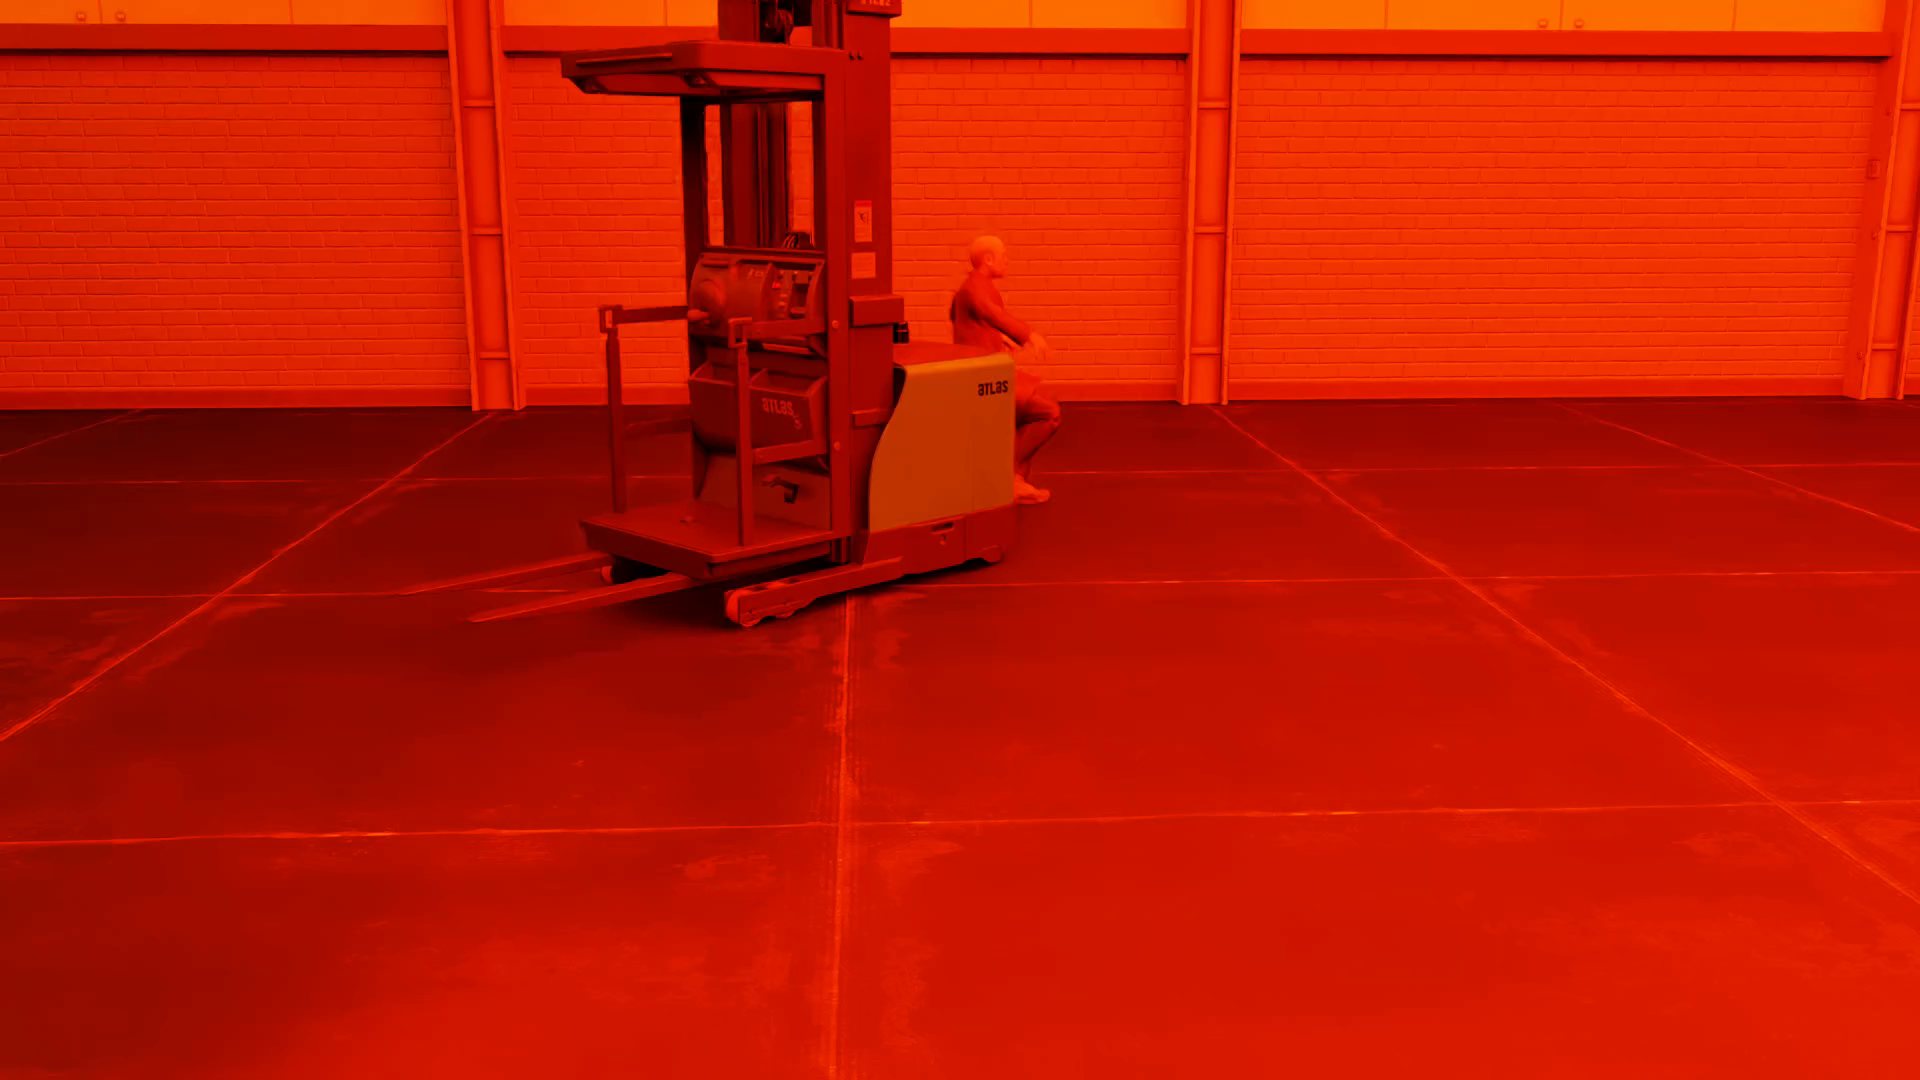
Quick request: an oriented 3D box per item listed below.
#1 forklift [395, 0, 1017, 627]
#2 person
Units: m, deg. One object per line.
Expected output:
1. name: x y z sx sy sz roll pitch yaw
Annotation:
1. forklift: -1.106 -1.171 7.631 3.031 2.935 1.130 -12 18 -43
2. person: 0.260 -0.945 9.621 0.609 1.614 1.089 -1 13 -3
